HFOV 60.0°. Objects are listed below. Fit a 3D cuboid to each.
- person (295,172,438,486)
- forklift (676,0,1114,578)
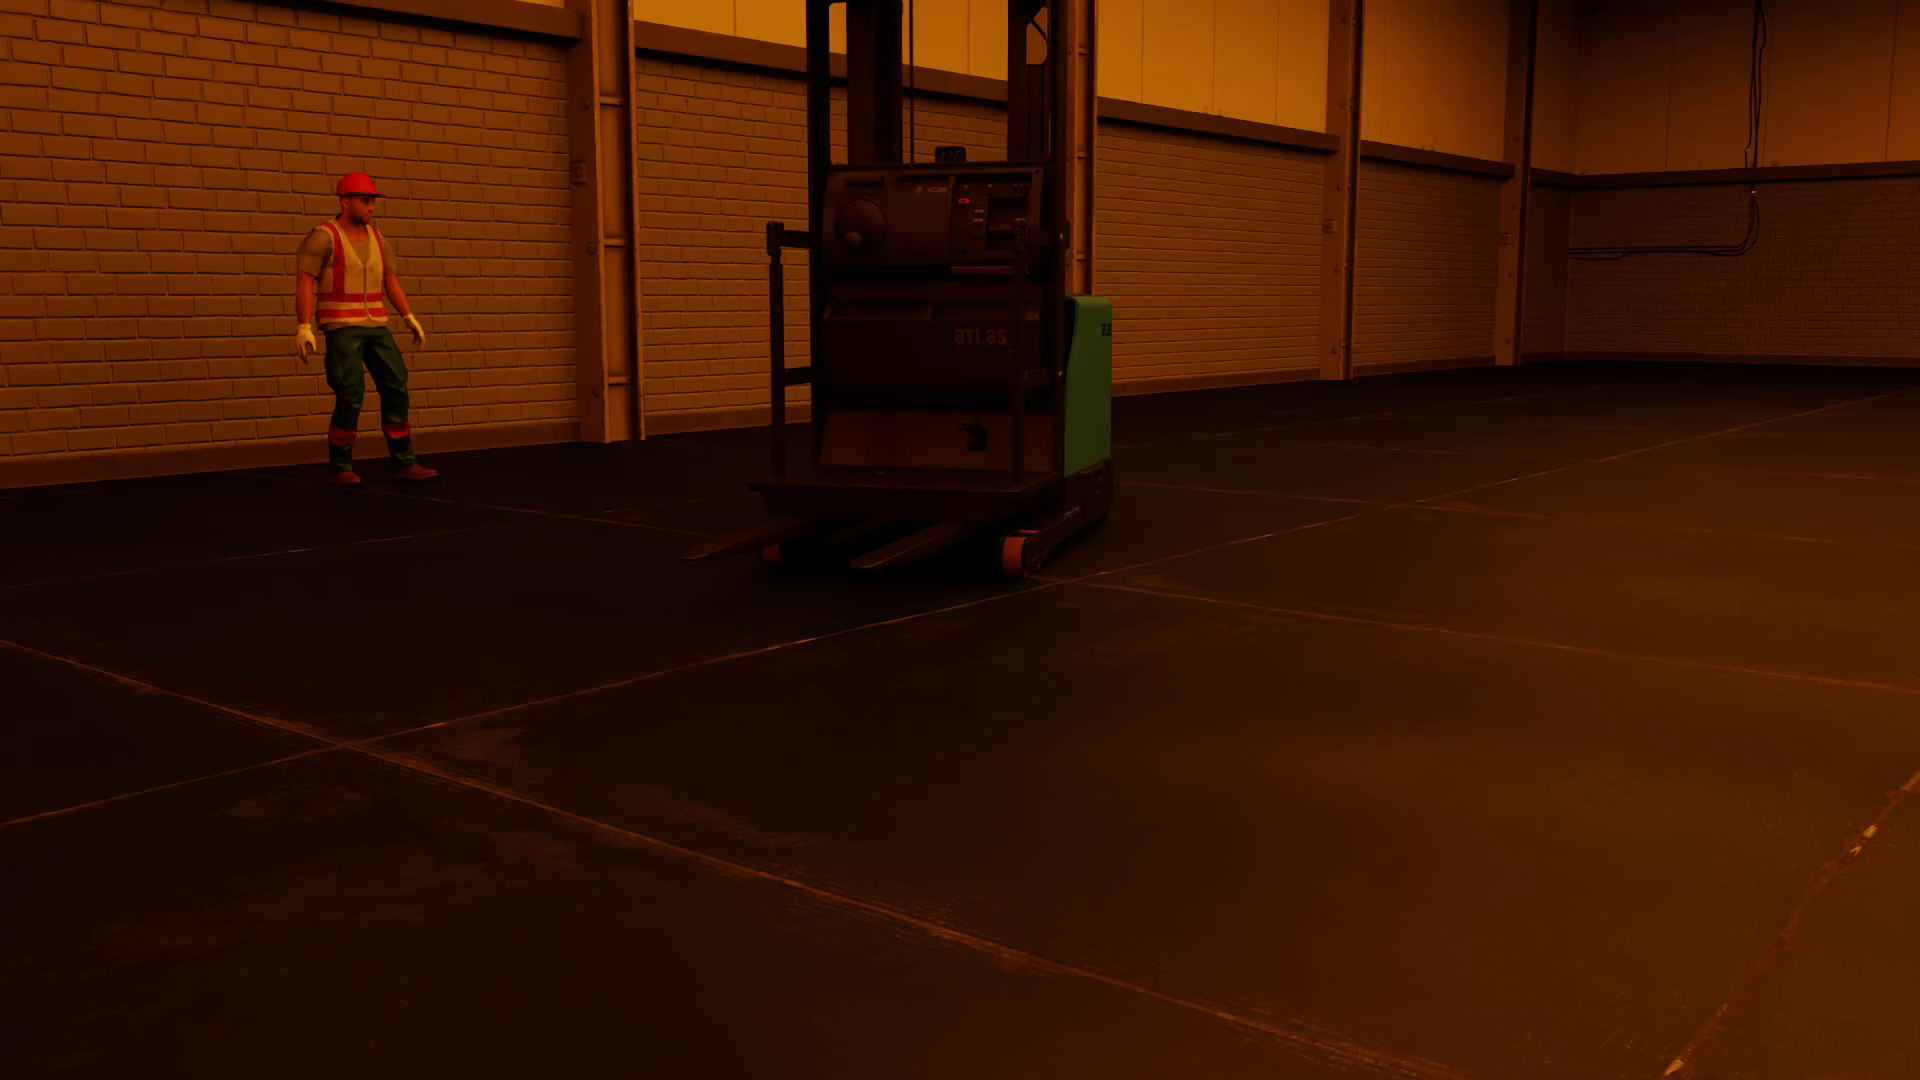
[{"bbox_3d":[-3.422,-1.196,9.498,0.419,1.763,0.771,5,10,32],"label":"person"},{"bbox_3d":[-0.176,-1.366,6.616,1.130,2.935,3.031,3,9,17],"label":"forklift"}]
